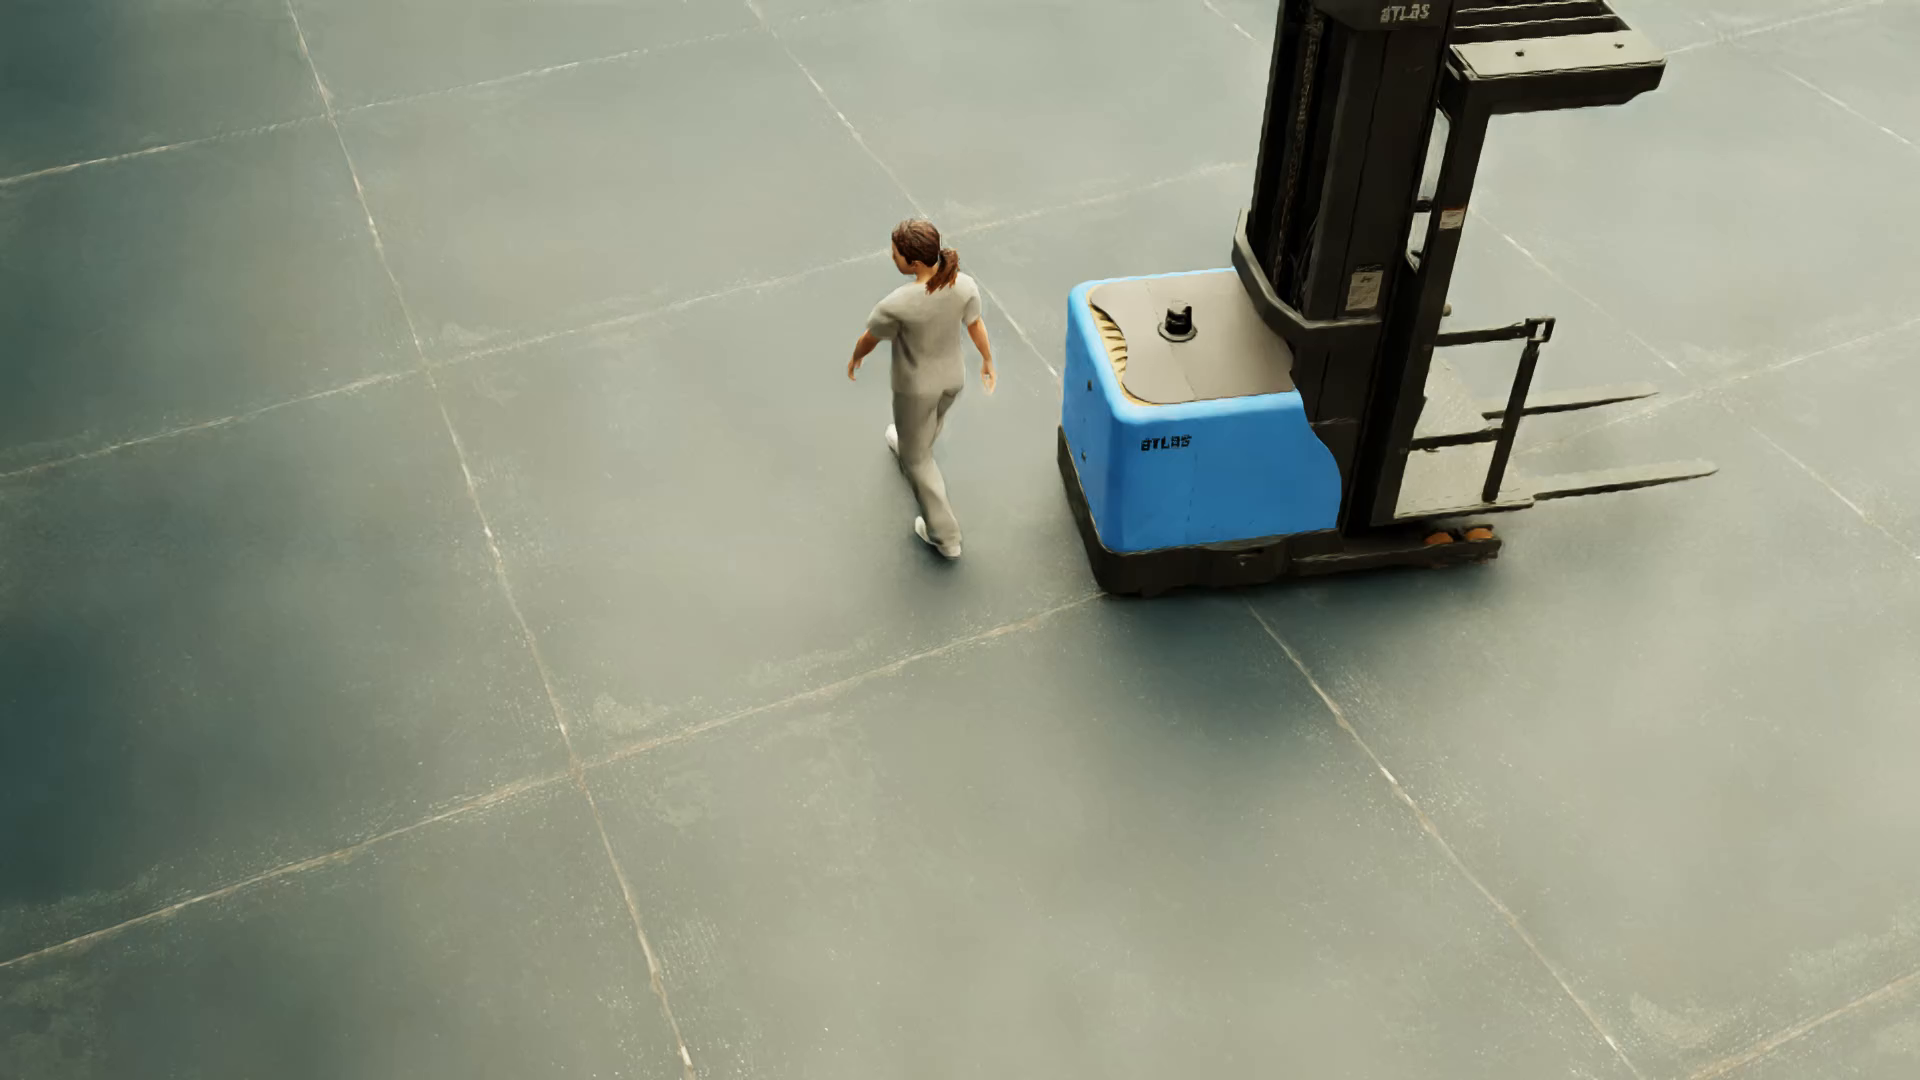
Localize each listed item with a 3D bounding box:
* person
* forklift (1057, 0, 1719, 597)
[{"bbox_3d":[-0.185,-0.790,7.486,0.573,1.629,0.871,-27,49,-26],"label":"person"},{"bbox_3d":[2.039,-1.294,7.067,3.031,2.935,1.130,-7,43,-7],"label":"forklift"}]
